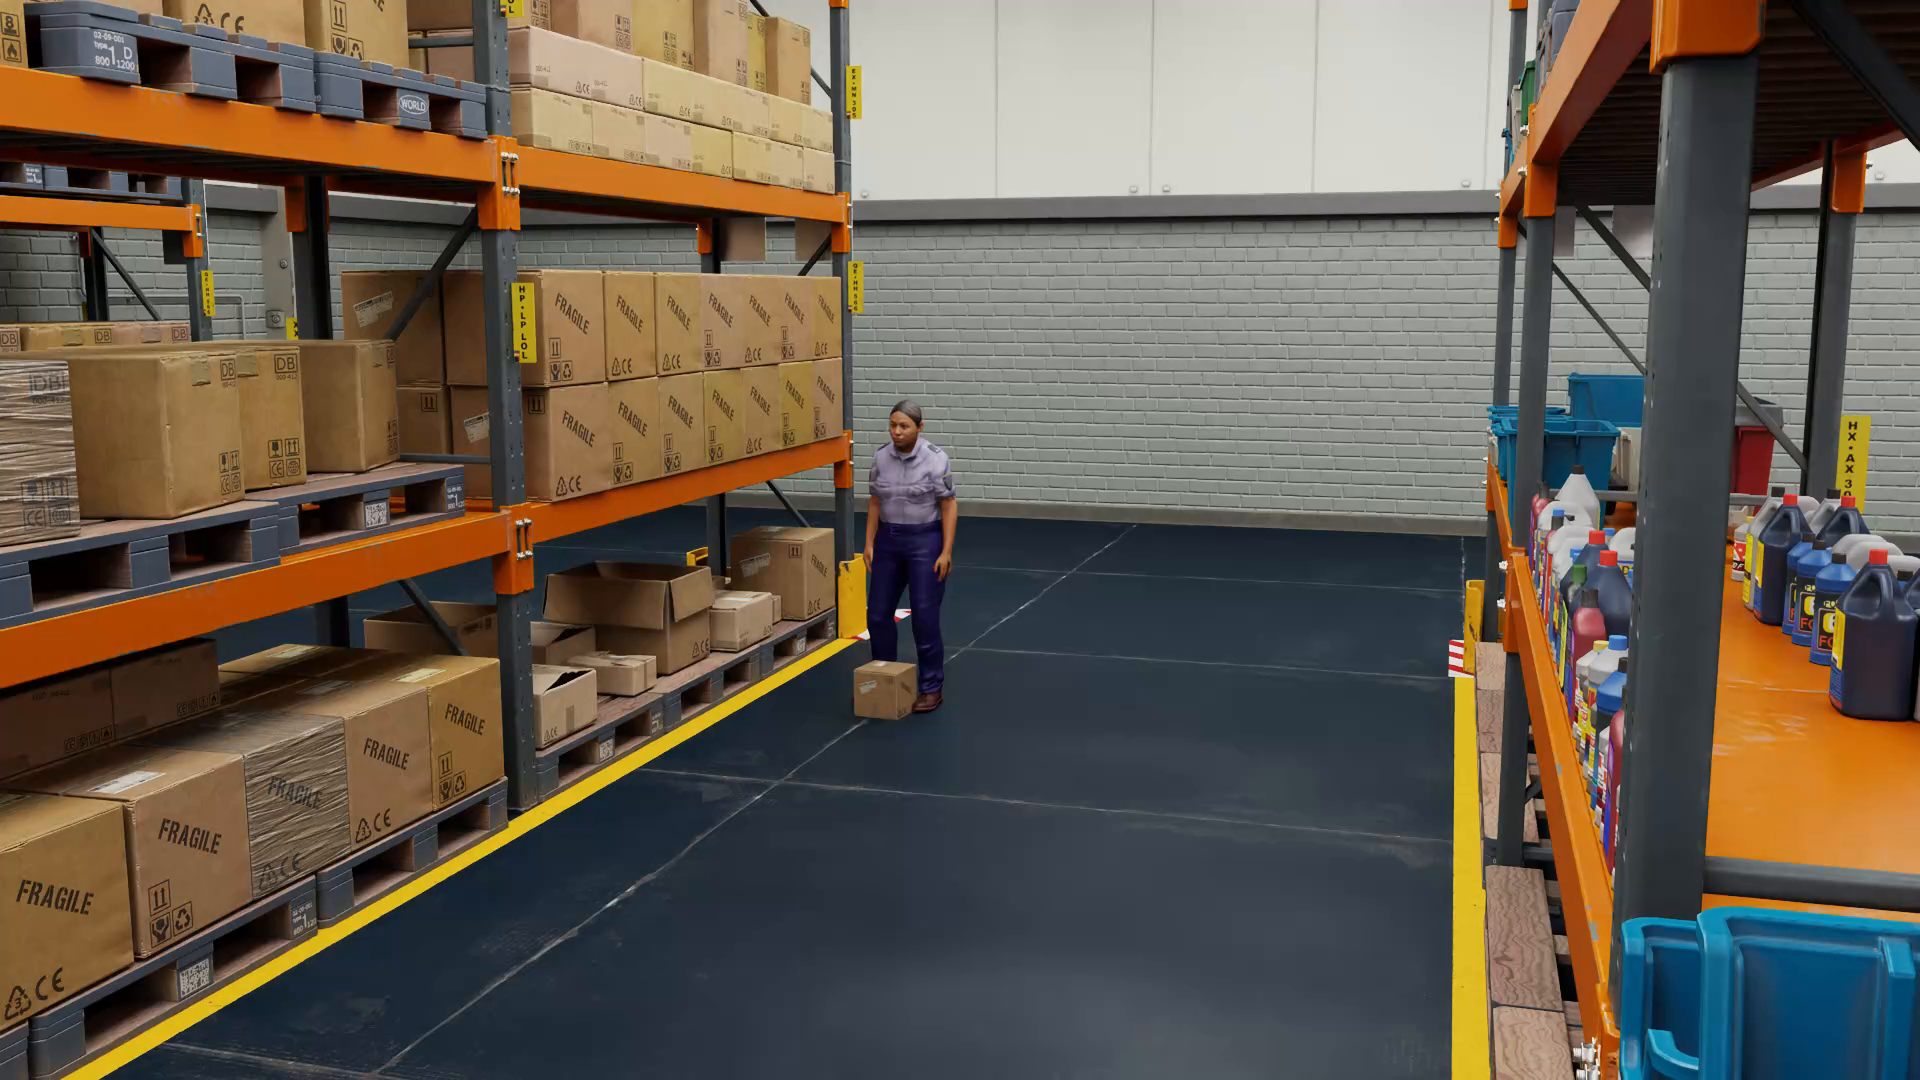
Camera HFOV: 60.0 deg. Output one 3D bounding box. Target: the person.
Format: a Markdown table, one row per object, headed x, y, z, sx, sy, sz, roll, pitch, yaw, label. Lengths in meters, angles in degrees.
| x | y | z | sx | sy | sz | roll | pitch | yaw | label |
| --- | --- | --- | --- | --- | --- | --- | --- | --- | --- |
| -0.284 | 0.070 | 8.900 | 0.551 | 1.650 | 0.372 | 4 | 9 | 26 | person |
